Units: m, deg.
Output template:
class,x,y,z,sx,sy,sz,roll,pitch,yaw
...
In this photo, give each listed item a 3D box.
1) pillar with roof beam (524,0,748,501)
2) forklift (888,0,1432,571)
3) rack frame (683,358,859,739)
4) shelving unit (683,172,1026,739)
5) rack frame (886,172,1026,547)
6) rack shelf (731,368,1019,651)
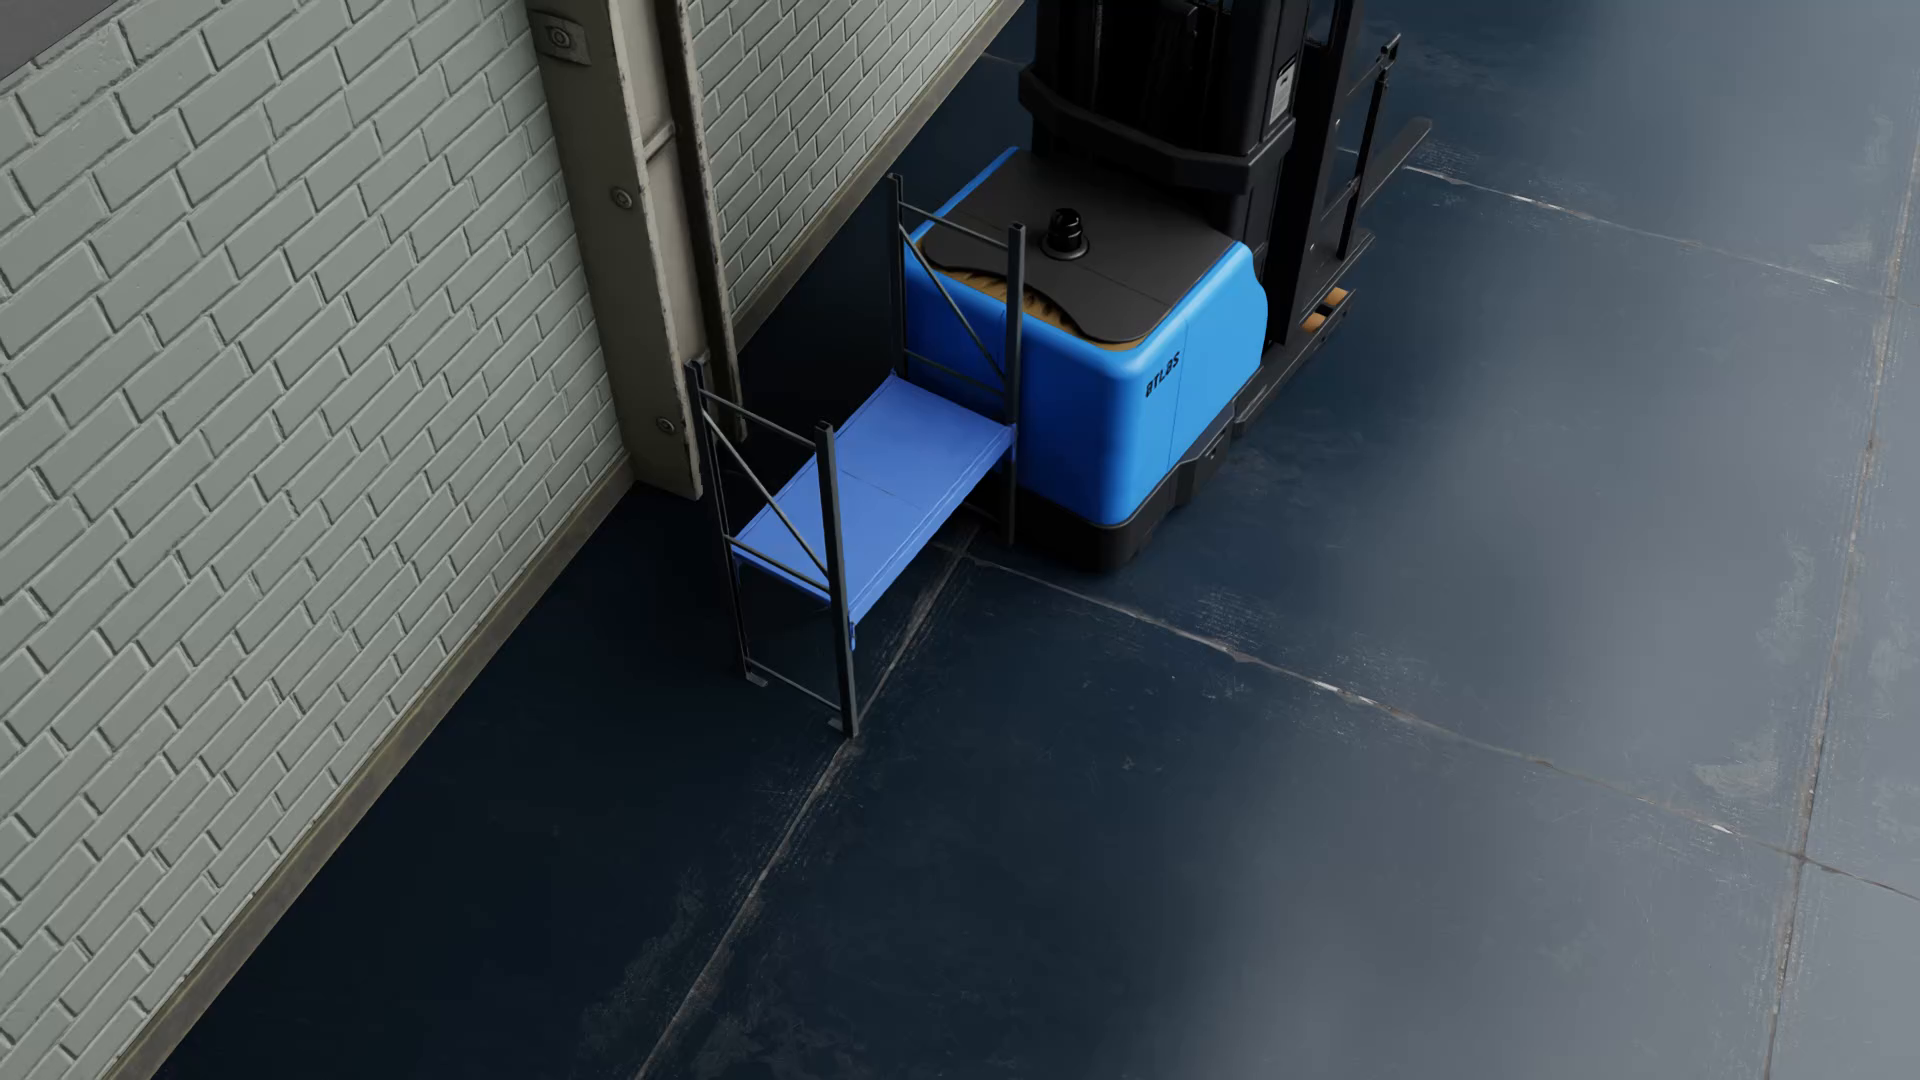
class,x,y,z,sx,sy,sz,roll,pitch,yaw
pillar with roof beam,2.828,-1.851,1.916,9.100,9.000,0.400,20,52,16
forklift,1.003,-1.927,5.965,1.130,2.935,3.031,29,55,22
rack frame,-0.565,0.081,5.196,0.500,1.500,0.032,26,54,20
shelving unit,-0.291,-0.245,5.474,0.538,1.500,1.048,26,54,20
rack frame,-0.017,-0.571,5.751,0.500,1.500,0.032,26,54,20
rack shelf,-0.291,-0.129,5.611,0.538,0.185,1.000,26,54,20
